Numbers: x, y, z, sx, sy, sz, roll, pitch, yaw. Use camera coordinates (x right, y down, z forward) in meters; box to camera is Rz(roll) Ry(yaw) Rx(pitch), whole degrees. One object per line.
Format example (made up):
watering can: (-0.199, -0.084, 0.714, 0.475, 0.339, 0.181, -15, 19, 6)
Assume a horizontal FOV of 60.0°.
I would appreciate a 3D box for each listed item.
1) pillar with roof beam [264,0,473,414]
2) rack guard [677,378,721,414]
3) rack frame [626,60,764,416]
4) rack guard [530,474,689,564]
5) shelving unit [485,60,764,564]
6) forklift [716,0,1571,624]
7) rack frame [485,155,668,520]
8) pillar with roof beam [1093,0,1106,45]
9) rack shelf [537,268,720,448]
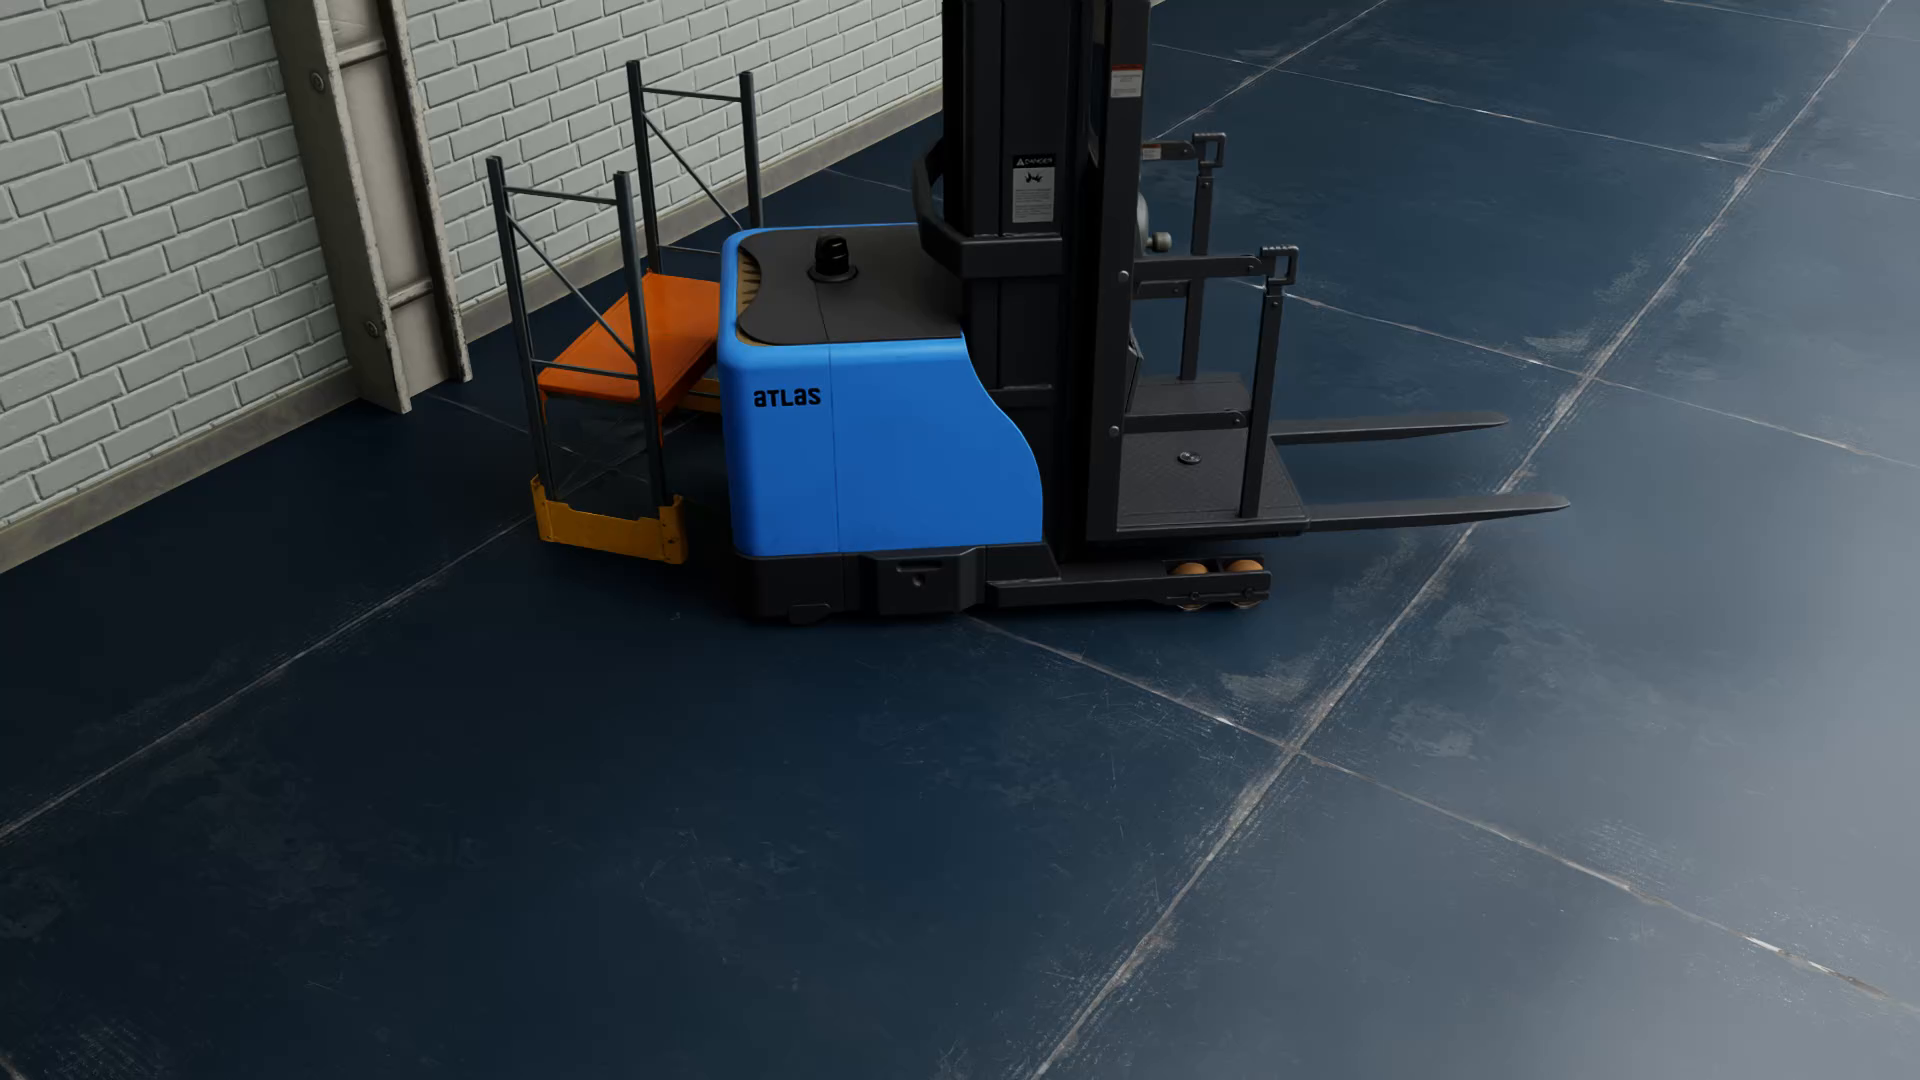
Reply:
pillar with roof beam: (1.163, -3.023, 2.687, 9.100, 9.000, 0.400, 21, 39, 28)
rack guard: (-1.006, -0.614, 6.935, 0.587, 0.250, 0.087, 10, 35, 14)
rack frame: (-1.006, -1.133, 6.586, 0.500, 1.500, 0.032, 10, 35, 14)
rack guard: (-1.294, -0.080, 6.145, 0.587, 0.250, 0.087, 10, 35, 14)
shelving unit: (-1.150, -0.865, 6.190, 0.587, 1.500, 1.083, 10, 35, 14)
forklift: (0.681, -1.260, 5.497, 3.031, 2.935, 1.130, -3, 34, -5)
rack frame: (-1.300, -0.588, 5.780, 0.500, 1.500, 0.032, 10, 35, 14)
pillar with roof beam: (4.584, -5.784, 6.770, 9.100, 9.000, 0.400, 21, 39, 28)
rack shelf: (-1.153, -0.711, 6.284, 0.538, 0.185, 1.000, 10, 35, 14)
